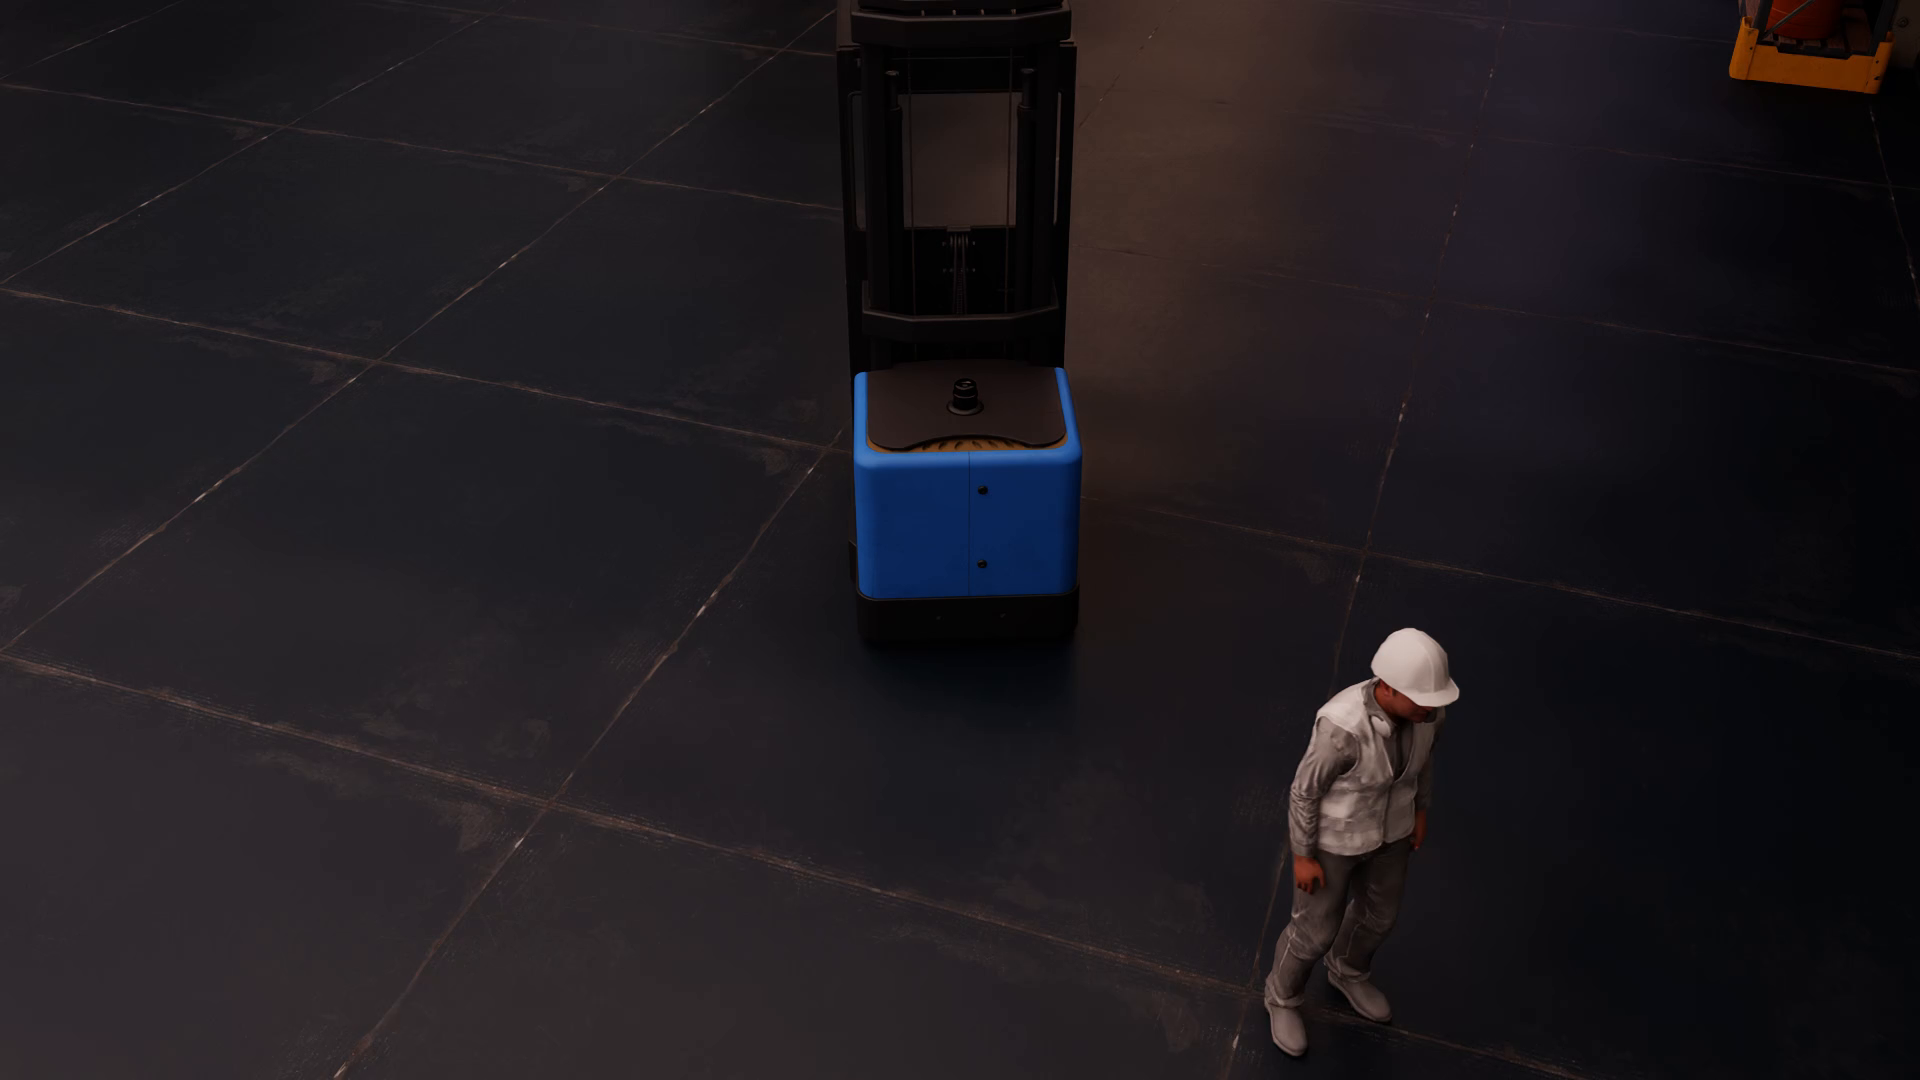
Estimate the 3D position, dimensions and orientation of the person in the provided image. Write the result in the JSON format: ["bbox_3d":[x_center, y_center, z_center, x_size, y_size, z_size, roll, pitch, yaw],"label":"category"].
[{"bbox_3d":[1.370,0.999,5.706,0.590,1.770,0.465,-16,38,-21],"label":"person"}]

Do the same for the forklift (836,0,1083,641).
[{"bbox_3d":[-0.029,-1.547,8.293,1.130,2.935,3.031,-2,35,-2],"label":"forklift"}]
